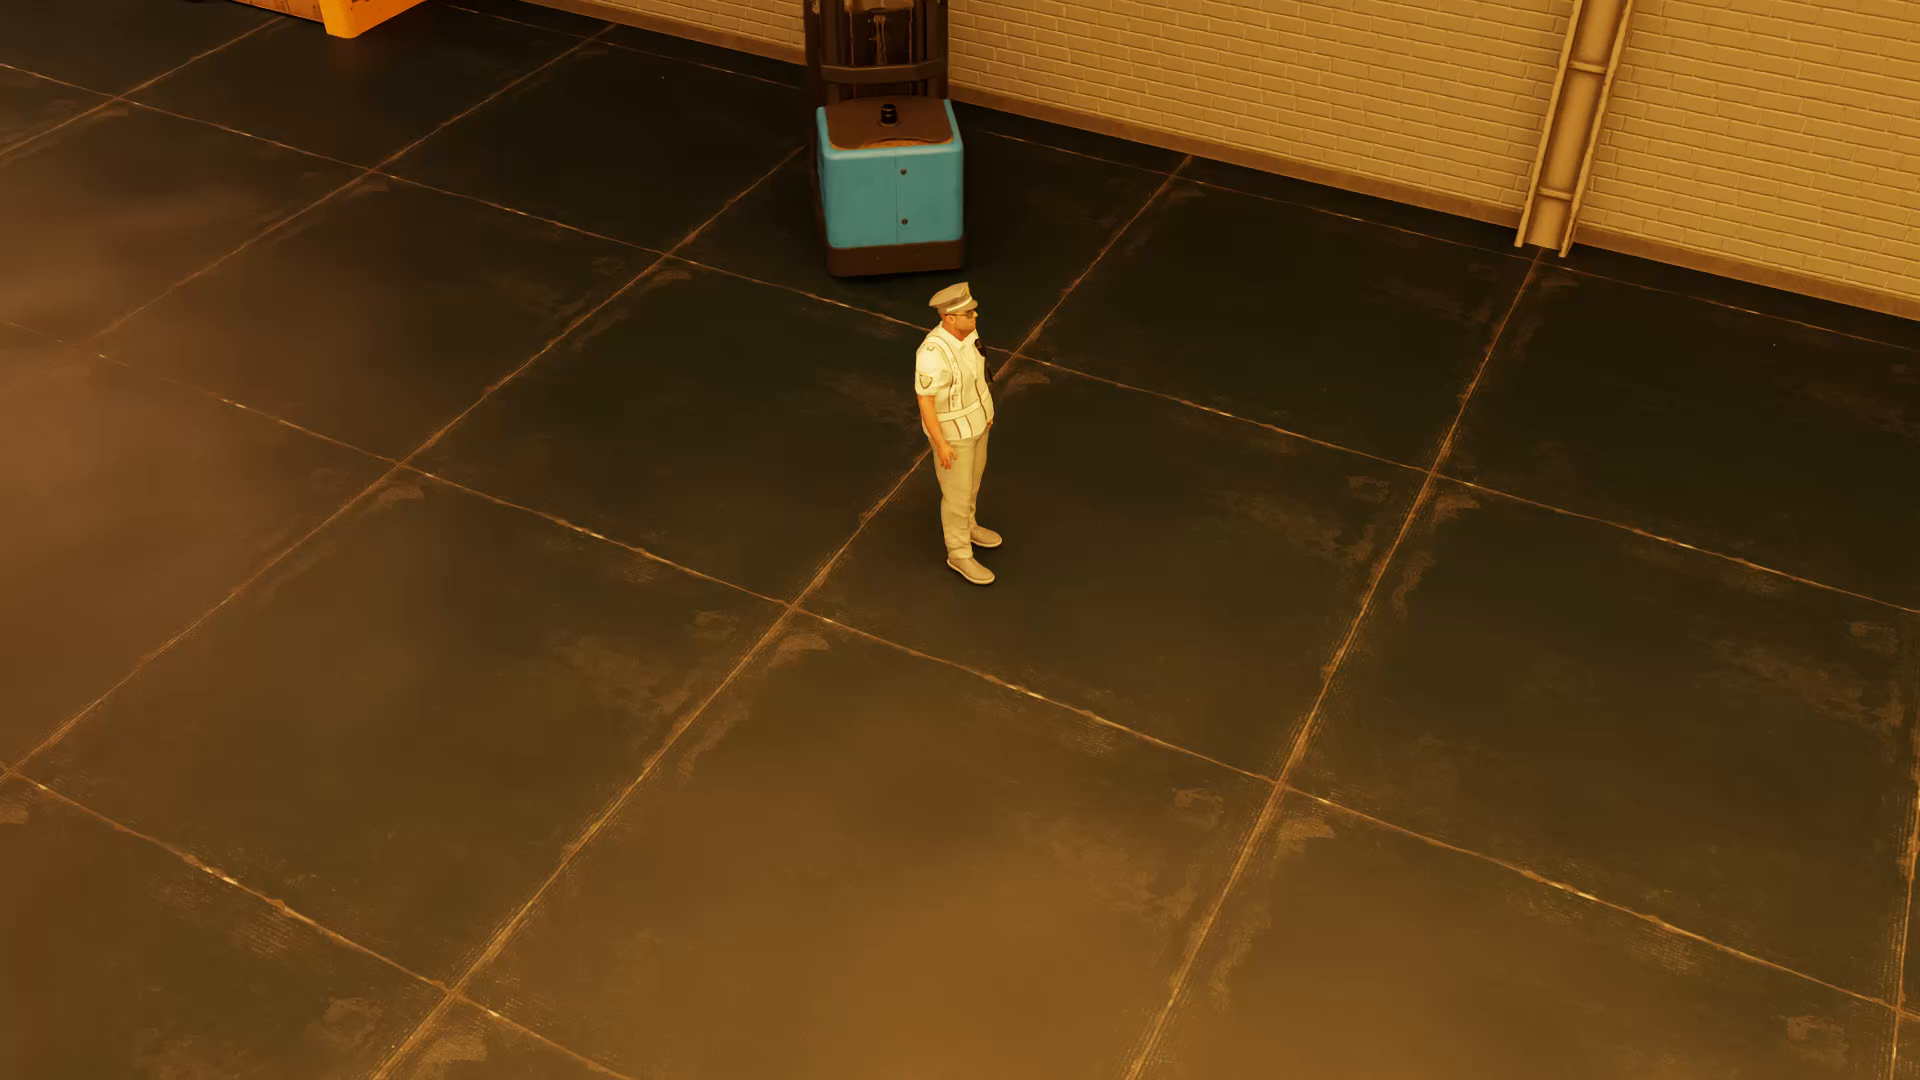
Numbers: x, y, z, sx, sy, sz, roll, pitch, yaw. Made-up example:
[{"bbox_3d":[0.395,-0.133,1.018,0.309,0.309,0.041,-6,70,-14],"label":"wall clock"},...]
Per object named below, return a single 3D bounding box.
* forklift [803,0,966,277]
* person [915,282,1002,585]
[{"bbox_3d":[-0.667,-4.046,12.790,1.130,2.935,3.031,-5,40,-6],"label":"forklift"},{"bbox_3d":[0.063,-0.657,9.648,0.575,1.781,0.640,18,43,21],"label":"person"}]
